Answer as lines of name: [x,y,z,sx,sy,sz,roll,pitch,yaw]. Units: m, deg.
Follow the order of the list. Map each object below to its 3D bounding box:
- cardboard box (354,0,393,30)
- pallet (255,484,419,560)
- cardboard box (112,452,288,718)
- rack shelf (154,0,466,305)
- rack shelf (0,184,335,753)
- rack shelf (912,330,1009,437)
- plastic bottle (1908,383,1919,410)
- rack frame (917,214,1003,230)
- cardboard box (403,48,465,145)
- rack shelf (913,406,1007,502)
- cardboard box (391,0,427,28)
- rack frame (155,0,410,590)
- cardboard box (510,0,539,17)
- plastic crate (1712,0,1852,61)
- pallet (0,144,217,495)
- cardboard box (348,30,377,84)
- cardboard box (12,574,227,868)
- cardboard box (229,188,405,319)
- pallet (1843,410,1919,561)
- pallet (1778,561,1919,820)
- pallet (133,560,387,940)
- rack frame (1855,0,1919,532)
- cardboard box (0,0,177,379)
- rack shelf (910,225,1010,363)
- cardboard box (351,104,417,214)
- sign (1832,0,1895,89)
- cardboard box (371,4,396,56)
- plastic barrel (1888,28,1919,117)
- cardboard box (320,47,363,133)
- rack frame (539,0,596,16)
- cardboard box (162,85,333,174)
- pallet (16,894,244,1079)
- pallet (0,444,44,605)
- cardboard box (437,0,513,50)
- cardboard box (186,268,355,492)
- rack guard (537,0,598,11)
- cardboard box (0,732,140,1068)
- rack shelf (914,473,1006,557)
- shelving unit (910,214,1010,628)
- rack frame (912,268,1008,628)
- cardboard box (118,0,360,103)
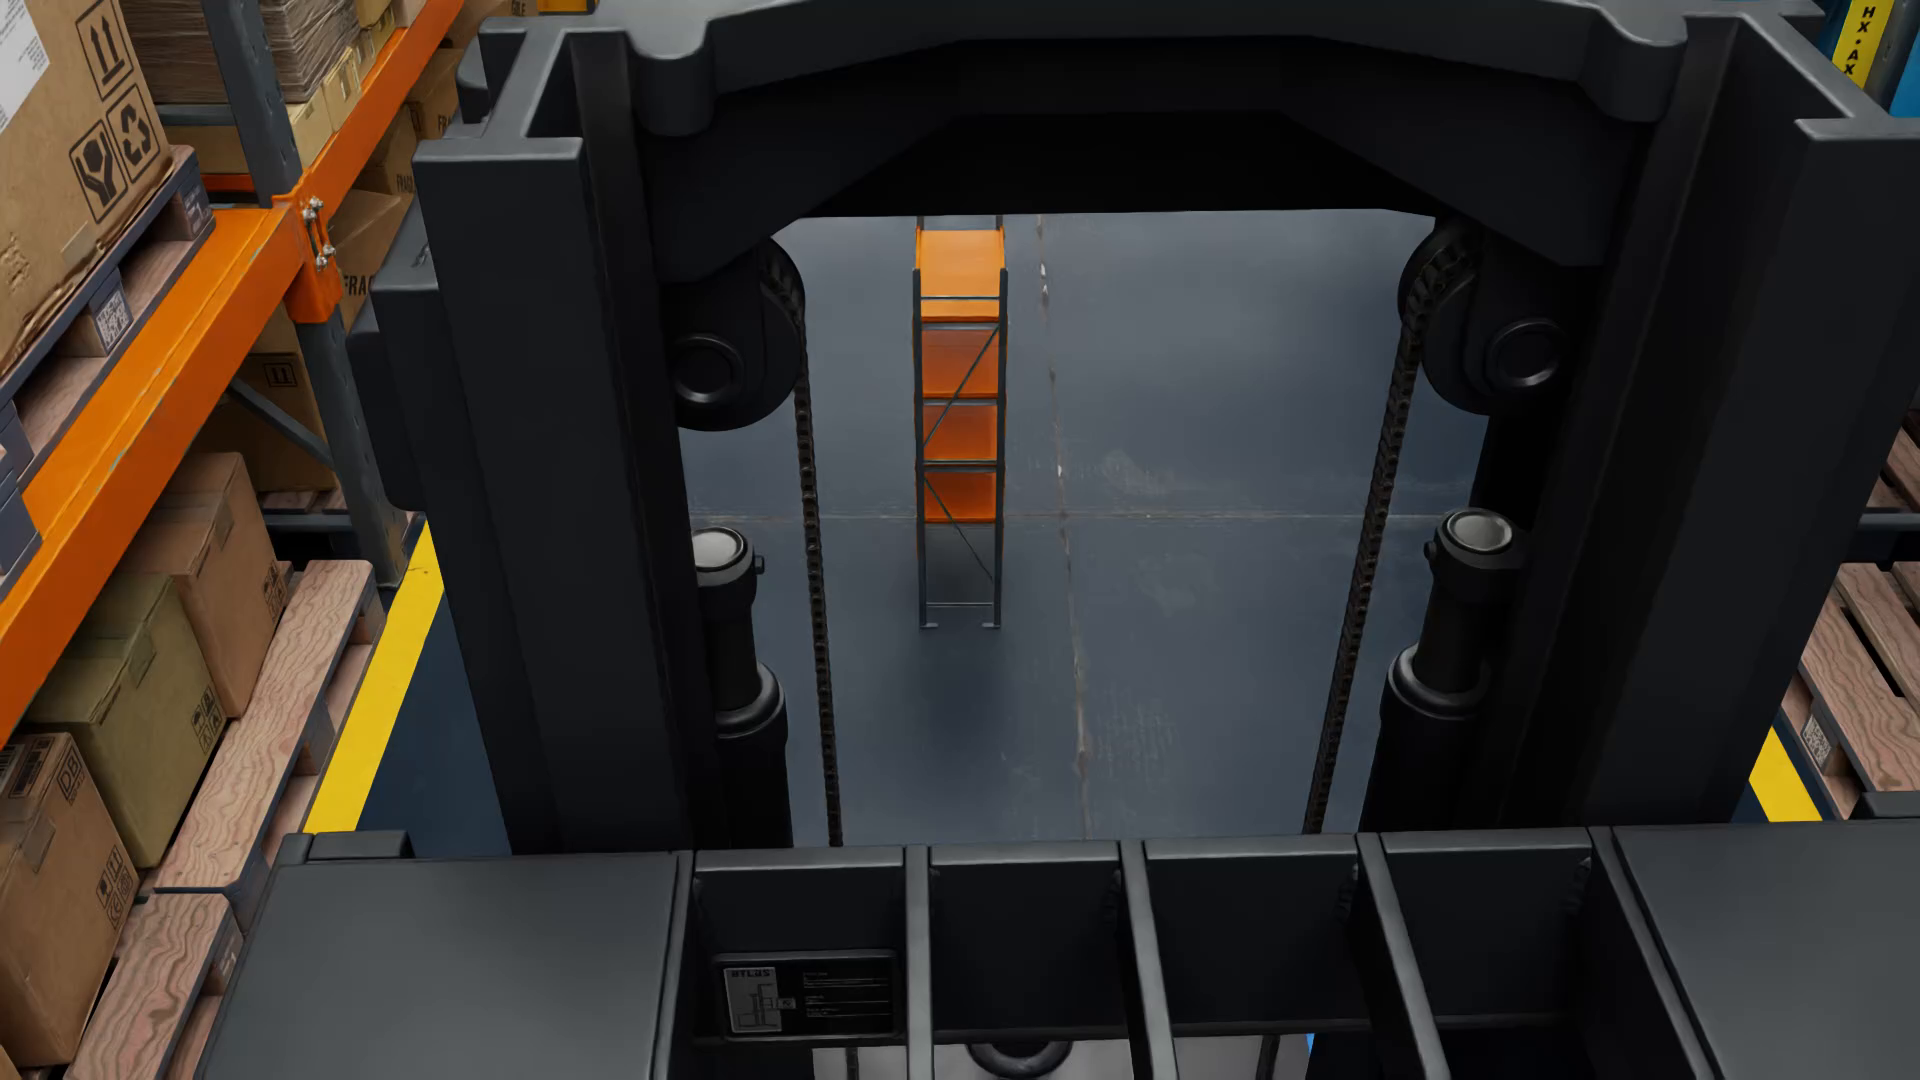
cardboard box: [-2.111,-1.806,4.787,0.875,0.500,0.500,0,39,0]
pallet: [-2.243,-0.389,5.566,1.003,0.211,1.213,0,39,0]
cardboard box: [-2.228,0.131,4.335,0.700,0.500,0.500,-3,39,-4]
rack shelf: [-2.209,-2.027,5.956,1.077,0.370,4.000,0,39,0]
rack shelf: [-2.205,0.475,2.834,1.077,0.370,4.000,0,39,0]
rack shelf: [0.000,-0.487,4.648,0.258,0.148,0.480,0,39,0]
plastic bottle: [3.156,-0.571,5.390,0.152,0.276,0.135,1,39,2]
rack frame: [0.000,-0.517,4.936,0.240,1.200,0.015,0,39,0]
cardboard box: [-2.211,-1.591,6.499,0.500,0.500,0.500,3,39,4]
rack shelf: [0.000,-0.312,4.788,0.258,0.148,0.480,0,39,0]
cardboard box: [-1.890,-1.719,5.197,0.380,0.149,0.250,0,39,0]
rack frame: [-2.207,-1.057,4.170,1.000,3.000,0.127,0,39,0]
cardboard box: [-2.227,-2.356,7.454,0.500,0.500,0.500,7,39,8]
plastic crate: [2.473,-1.694,5.084,0.499,0.251,0.616,0,39,0]
pallet: [-2.351,-0.504,3.633,1.003,0.211,1.213,0,39,0]
cardboard box: [-1.922,-1.406,4.807,0.380,0.149,0.250,0,39,0]
cardboard box: [-2.246,0.429,3.963,0.700,0.500,0.500,0,39,0]
cardboard box: [-2.176,-0.854,5.580,0.500,0.500,0.500,12,40,14]
pallet: [2.787,-0.392,5.571,1.003,0.211,1.213,0,39,0]
pallet: [2.786,0.519,4.434,1.003,0.211,1.213,0,39,0]
pallet: [-2.204,0.518,4.435,1.003,0.211,1.213,0,39,0]
rack frame: [2.746,-1.060,4.174,1.000,3.000,0.127,0,39,0]
cardboard box: [-2.346,-0.958,3.231,1.000,1.000,1.000,0,39,0]
rack shelf: [0.000,-0.671,4.500,0.258,0.148,0.480,0,39,0]
cardboard box: [-2.255,-1.242,6.064,0.500,0.500,0.500,-3,39,-4]
sign: [2.196,-1.175,4.096,0.100,0.325,0.005,0,39,0]
cardboard box: [-1.931,-1.562,5.002,0.380,0.149,0.250,0,39,0]
plastic barrel: [2.444,-1.014,3.716,0.600,0.901,0.708,0,39,0]
cardboard box: [-1.894,-1.250,4.612,0.380,0.149,0.250,0,39,0]
rack frame: [-2.211,-3.558,7.291,1.000,3.000,0.127,0,39,0]
cardboard box: [-1.906,-1.093,4.417,0.380,0.149,0.250,0,39,0]
pallet: [-2.200,1.283,3.480,1.003,0.211,1.213,0,39,0]
pallet: [-2.245,0.282,2.653,1.003,0.211,1.213,0,39,0]
cardboard box: [-2.192,-1.982,6.988,0.500,0.500,0.500,10,40,12]
cardboard box: [-2.167,-0.495,5.133,0.500,0.500,0.500,-1,39,-1]
rack guard: [-2.211,-2.535,8.014,1.175,0.500,0.348,0,39,0]
cardboard box: [-2.245,0.779,3.526,0.700,0.500,0.500,-3,39,-4]
rack shelf: [0.000,-0.157,4.912,0.258,0.148,0.480,0,39,0]
shelving unit: [0.000,-0.365,4.746,0.258,1.200,0.503,0,39,0]
rack frame: [0.000,-0.212,4.555,0.240,1.200,0.015,0,39,0]
cardboard box: [-2.145,-1.493,4.397,0.875,0.500,0.500,0,39,0]
